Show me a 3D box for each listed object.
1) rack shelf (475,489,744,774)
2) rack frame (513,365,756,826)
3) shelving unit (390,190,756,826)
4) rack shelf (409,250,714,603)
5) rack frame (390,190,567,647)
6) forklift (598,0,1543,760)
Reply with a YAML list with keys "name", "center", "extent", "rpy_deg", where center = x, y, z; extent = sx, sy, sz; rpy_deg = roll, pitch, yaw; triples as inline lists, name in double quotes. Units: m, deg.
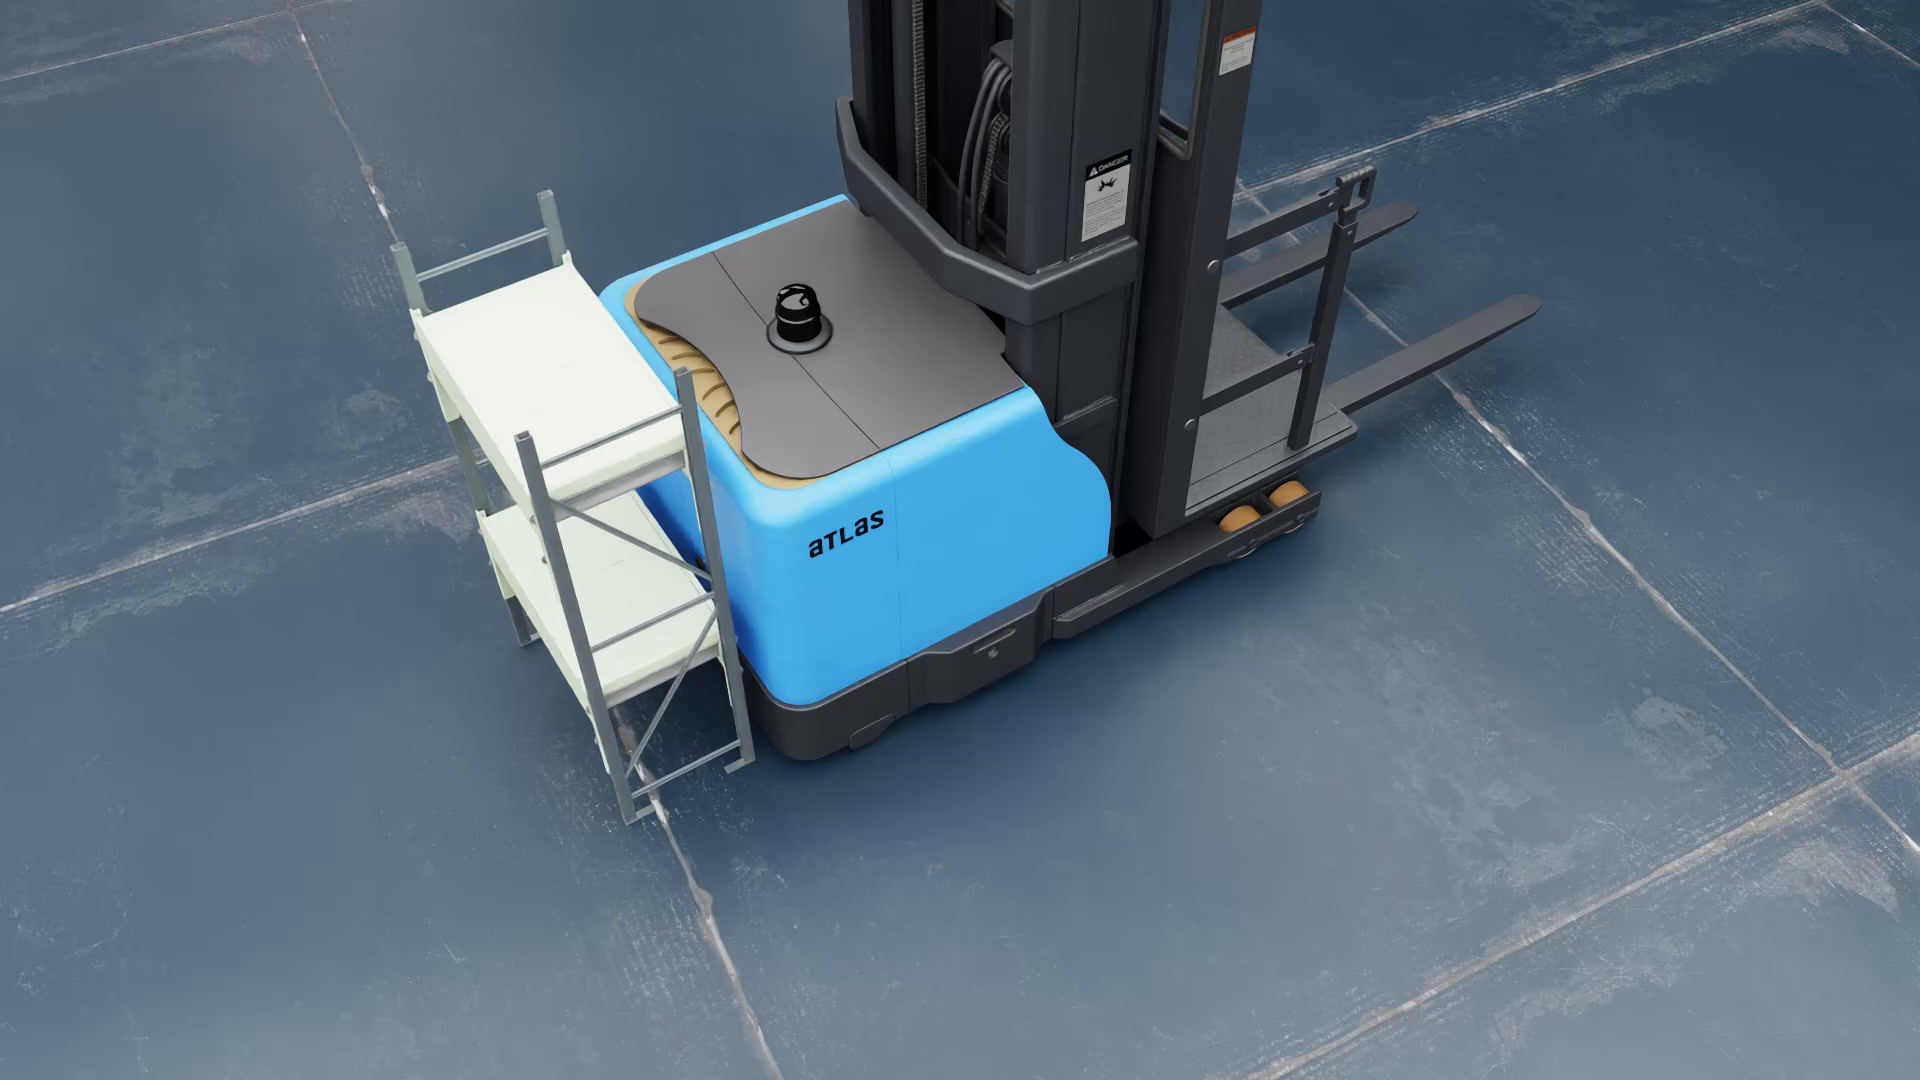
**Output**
- name: "rack shelf"
  center: [-0.950, 0.186, 4.524]
  extent: [0.431, 0.370, 0.720]
  rpy_deg: [-26, 54, -21]
- name: "rack frame"
  center: [-0.752, 0.203, 4.076]
  extent: [0.400, 1.500, 0.023]
  rpy_deg: [-26, 54, -21]
- name: "shelving unit"
  center: [-0.950, -0.029, 4.279]
  extent: [0.431, 1.500, 0.755]
  rpy_deg: [-26, 54, -21]
- name: "rack shelf"
  center: [-0.950, -0.286, 3.985]
  extent: [0.431, 0.370, 0.720]
  rpy_deg: [-26, 54, -21]
- name: "rack frame"
  center: [-1.147, -0.261, 4.482]
  extent: [0.400, 1.500, 0.023]
  rpy_deg: [-26, 54, -21]
- name: "forklift"
  center: [0.531, -1.221, 4.371]
  extent: [3.031, 2.935, 1.130]
  rpy_deg: [-26, 54, -21]
